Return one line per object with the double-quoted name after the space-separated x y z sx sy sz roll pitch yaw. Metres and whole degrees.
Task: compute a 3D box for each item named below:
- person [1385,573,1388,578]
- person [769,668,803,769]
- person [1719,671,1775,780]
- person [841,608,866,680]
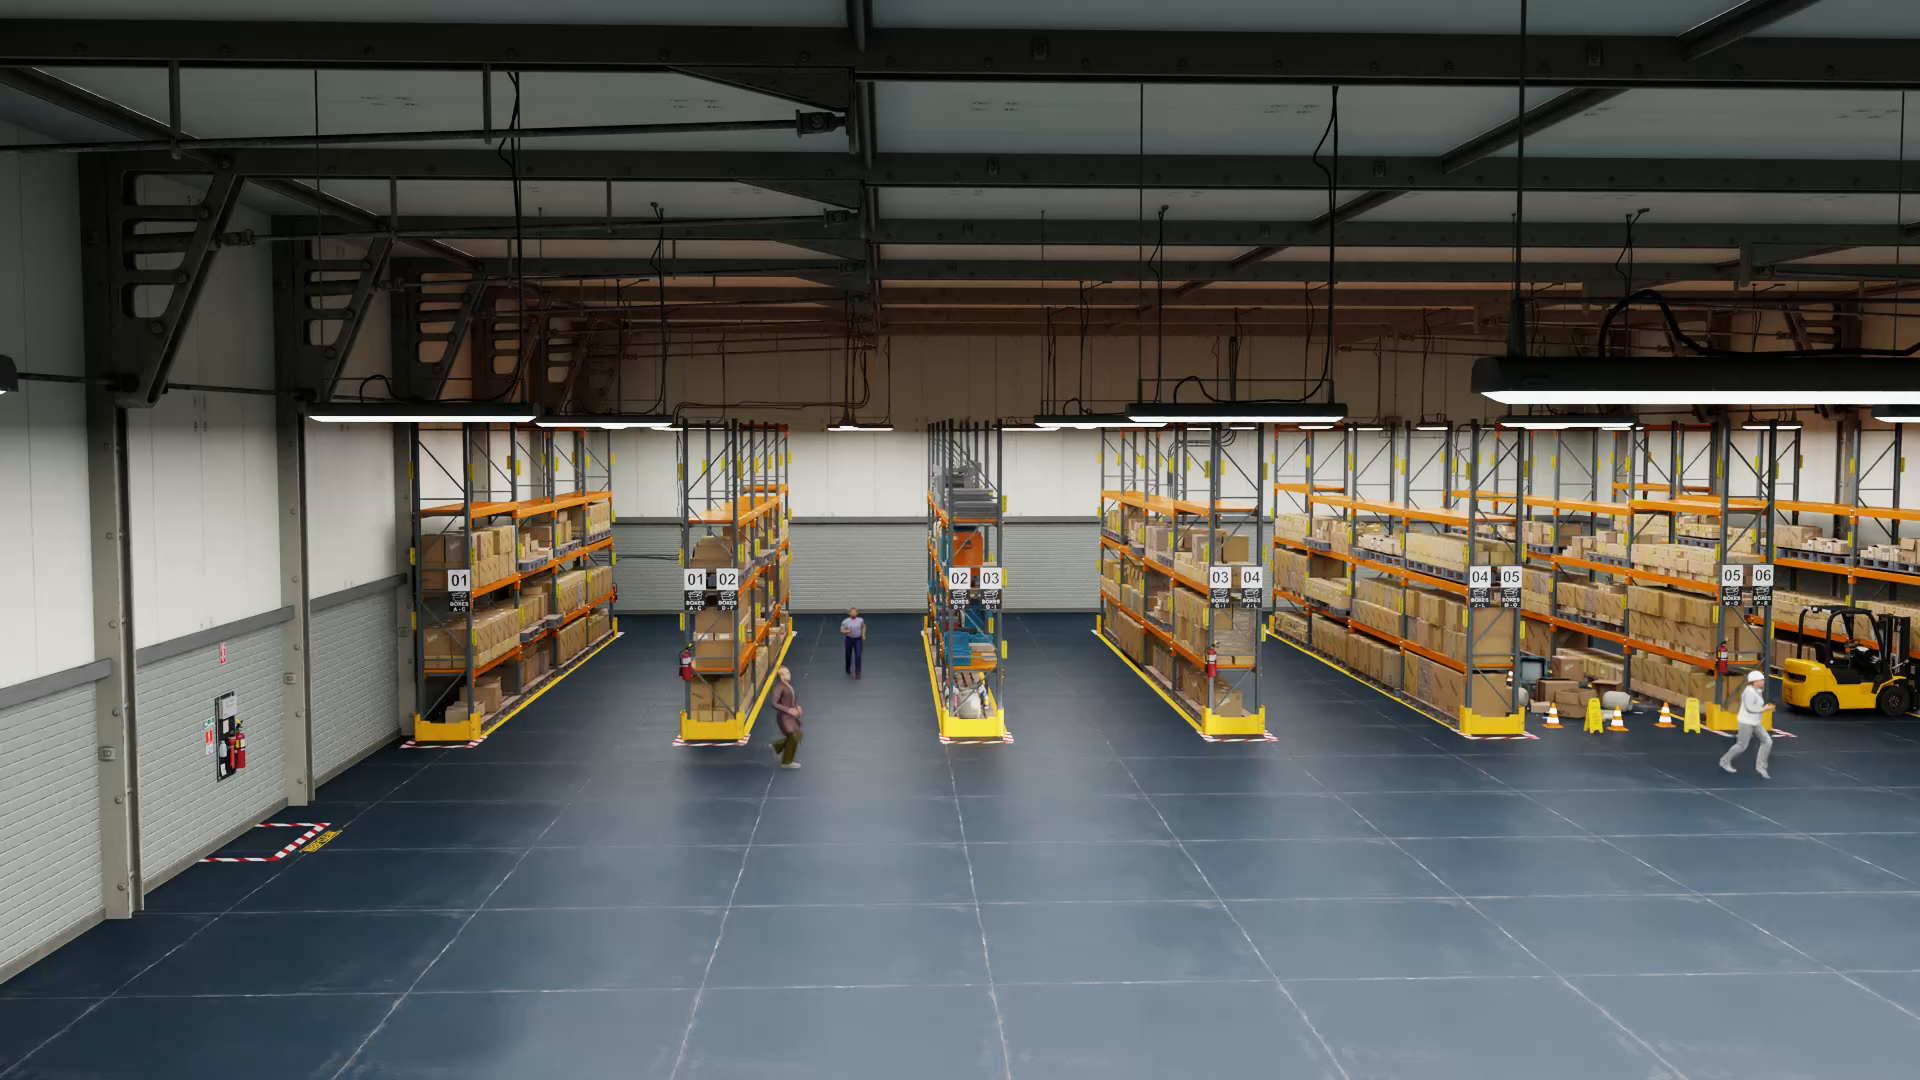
12.815 1.772 49.258 0.867 1.623 0.550 0 4 1 "person"
-2.987 3.037 28.392 0.668 1.725 0.707 1 4 15 "person"
13.122 3.072 27.708 0.853 1.816 0.678 3 5 40 "person"
-2.490 2.394 38.895 0.607 1.632 0.941 -1 4 -8 "person"
